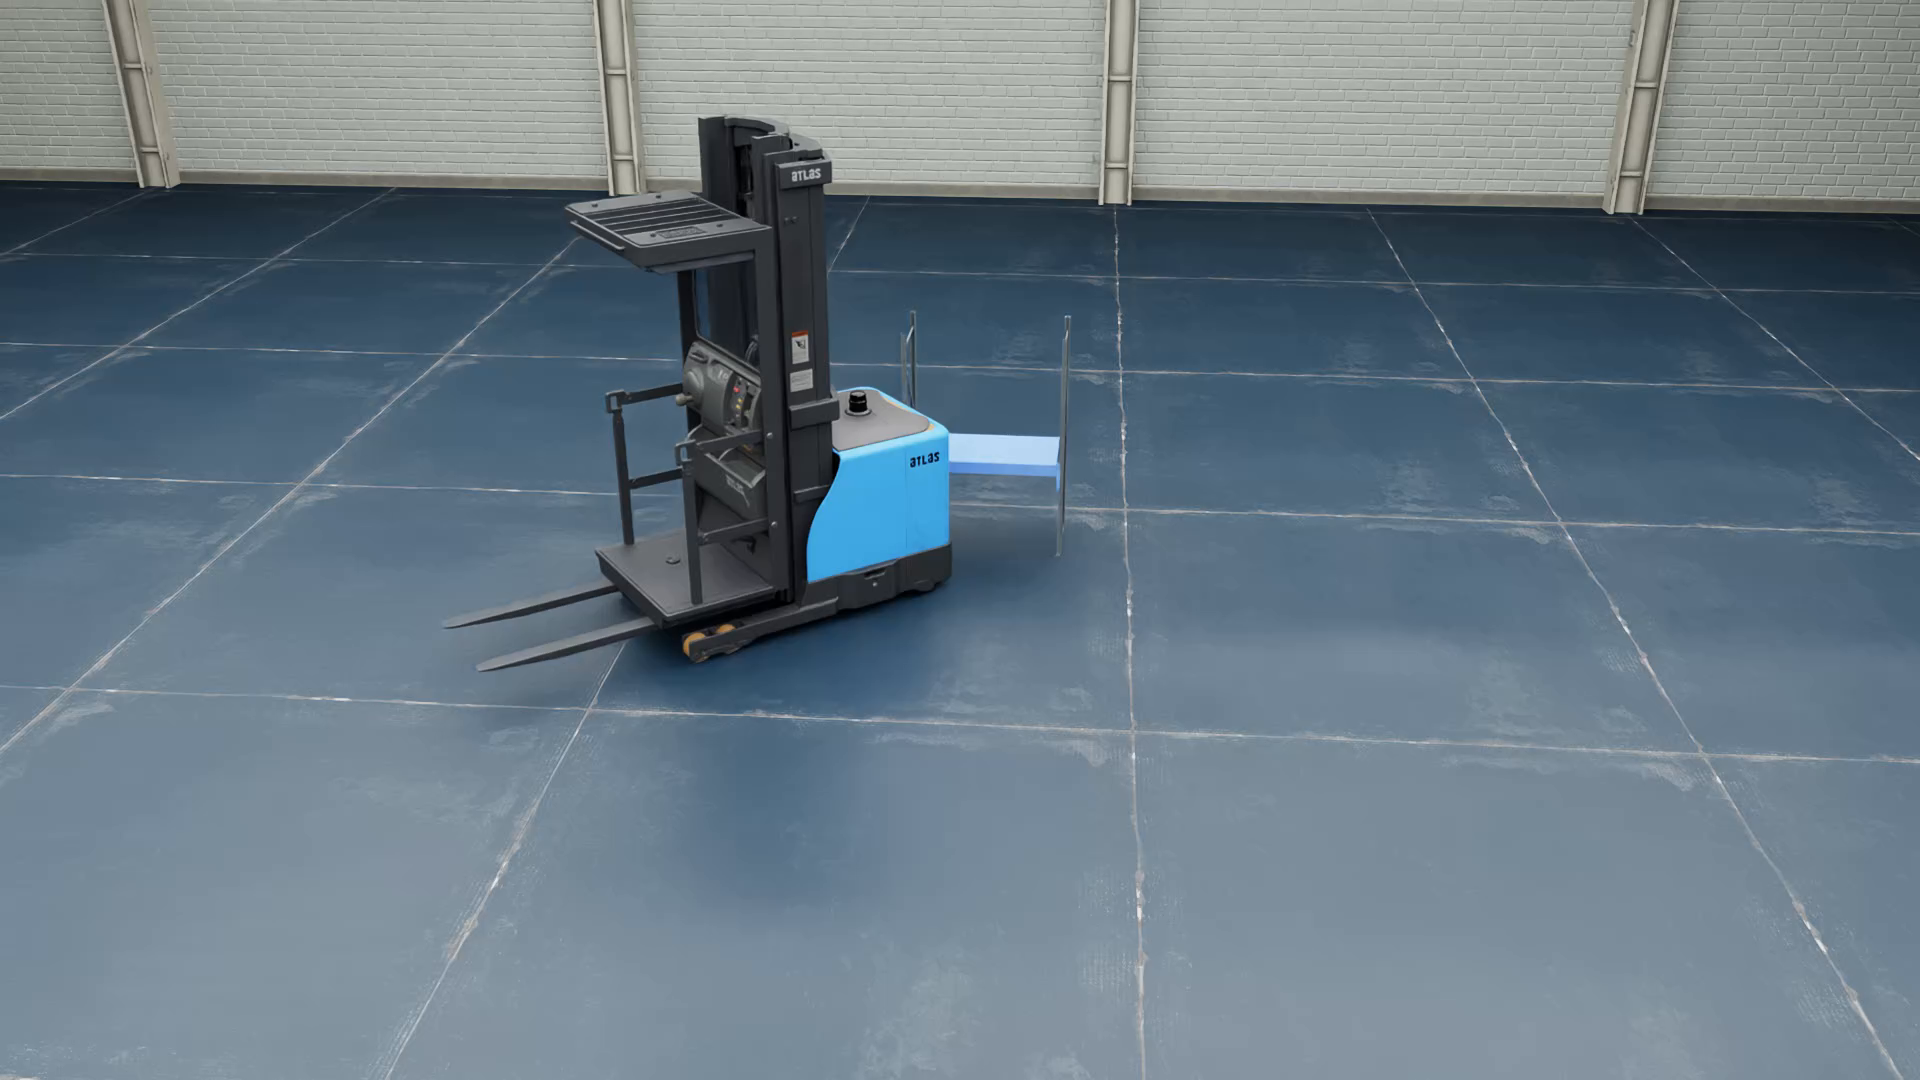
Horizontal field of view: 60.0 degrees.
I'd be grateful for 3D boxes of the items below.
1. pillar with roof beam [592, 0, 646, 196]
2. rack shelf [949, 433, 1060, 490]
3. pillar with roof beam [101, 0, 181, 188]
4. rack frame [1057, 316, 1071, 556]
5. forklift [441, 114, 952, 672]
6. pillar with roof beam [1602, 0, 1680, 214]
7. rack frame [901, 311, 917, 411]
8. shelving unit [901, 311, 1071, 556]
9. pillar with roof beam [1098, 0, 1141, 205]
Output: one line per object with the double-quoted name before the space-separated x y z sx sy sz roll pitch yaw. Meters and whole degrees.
"pillar with roof beam" -4.434 -6.583 14.792 0.400 9.000 9.100 2 25 4
"rack shelf" 0.174 -0.534 11.047 1.000 0.185 0.538 2 25 5
"pillar with roof beam" -10.416 -6.775 15.209 0.400 9.000 9.100 2 25 4
"rack frame" 0.680 -0.677 10.926 0.032 1.500 0.500 2 25 5
"forklift" -1.566 -0.871 9.637 3.031 2.935 1.130 -15 29 -30
"pillar with roof beam" 7.531 -6.199 13.958 0.400 9.000 9.100 2 25 4
"rack frame" -0.332 -0.719 11.018 0.032 1.500 0.500 2 25 5
"shelving unit" 0.174 -0.698 10.972 1.048 1.500 0.538 2 25 5
"pillar with roof beam" 1.549 -6.391 14.375 0.400 9.000 9.100 2 25 4
